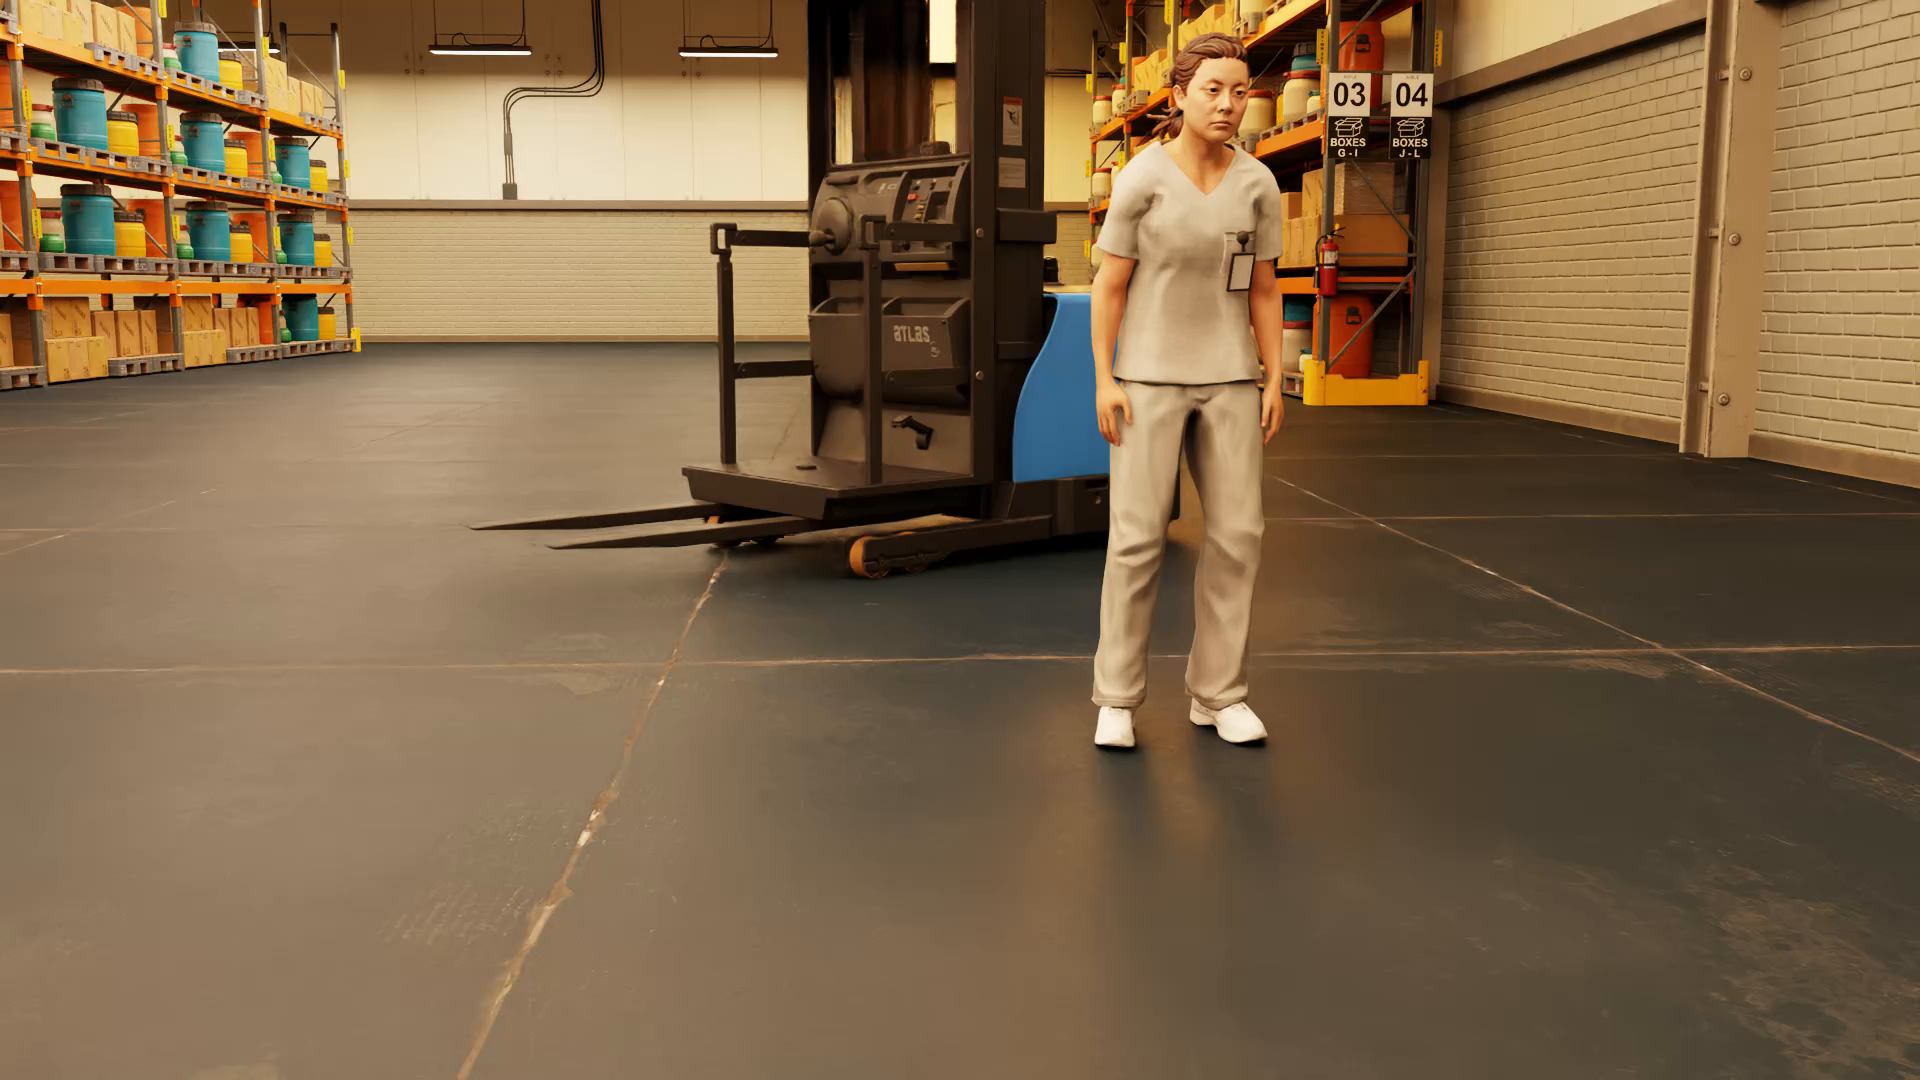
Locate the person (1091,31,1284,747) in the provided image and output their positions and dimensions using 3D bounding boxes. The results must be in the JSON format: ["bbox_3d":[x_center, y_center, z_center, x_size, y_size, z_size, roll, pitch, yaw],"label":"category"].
[{"bbox_3d":[0.549,-0.351,3.989,0.495,1.671,0.363,-2,9,-10],"label":"person"}]

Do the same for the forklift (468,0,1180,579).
[{"bbox_3d":[-0.455,-1.388,6.677,3.031,2.935,1.130,-7,11,-41],"label":"forklift"}]
